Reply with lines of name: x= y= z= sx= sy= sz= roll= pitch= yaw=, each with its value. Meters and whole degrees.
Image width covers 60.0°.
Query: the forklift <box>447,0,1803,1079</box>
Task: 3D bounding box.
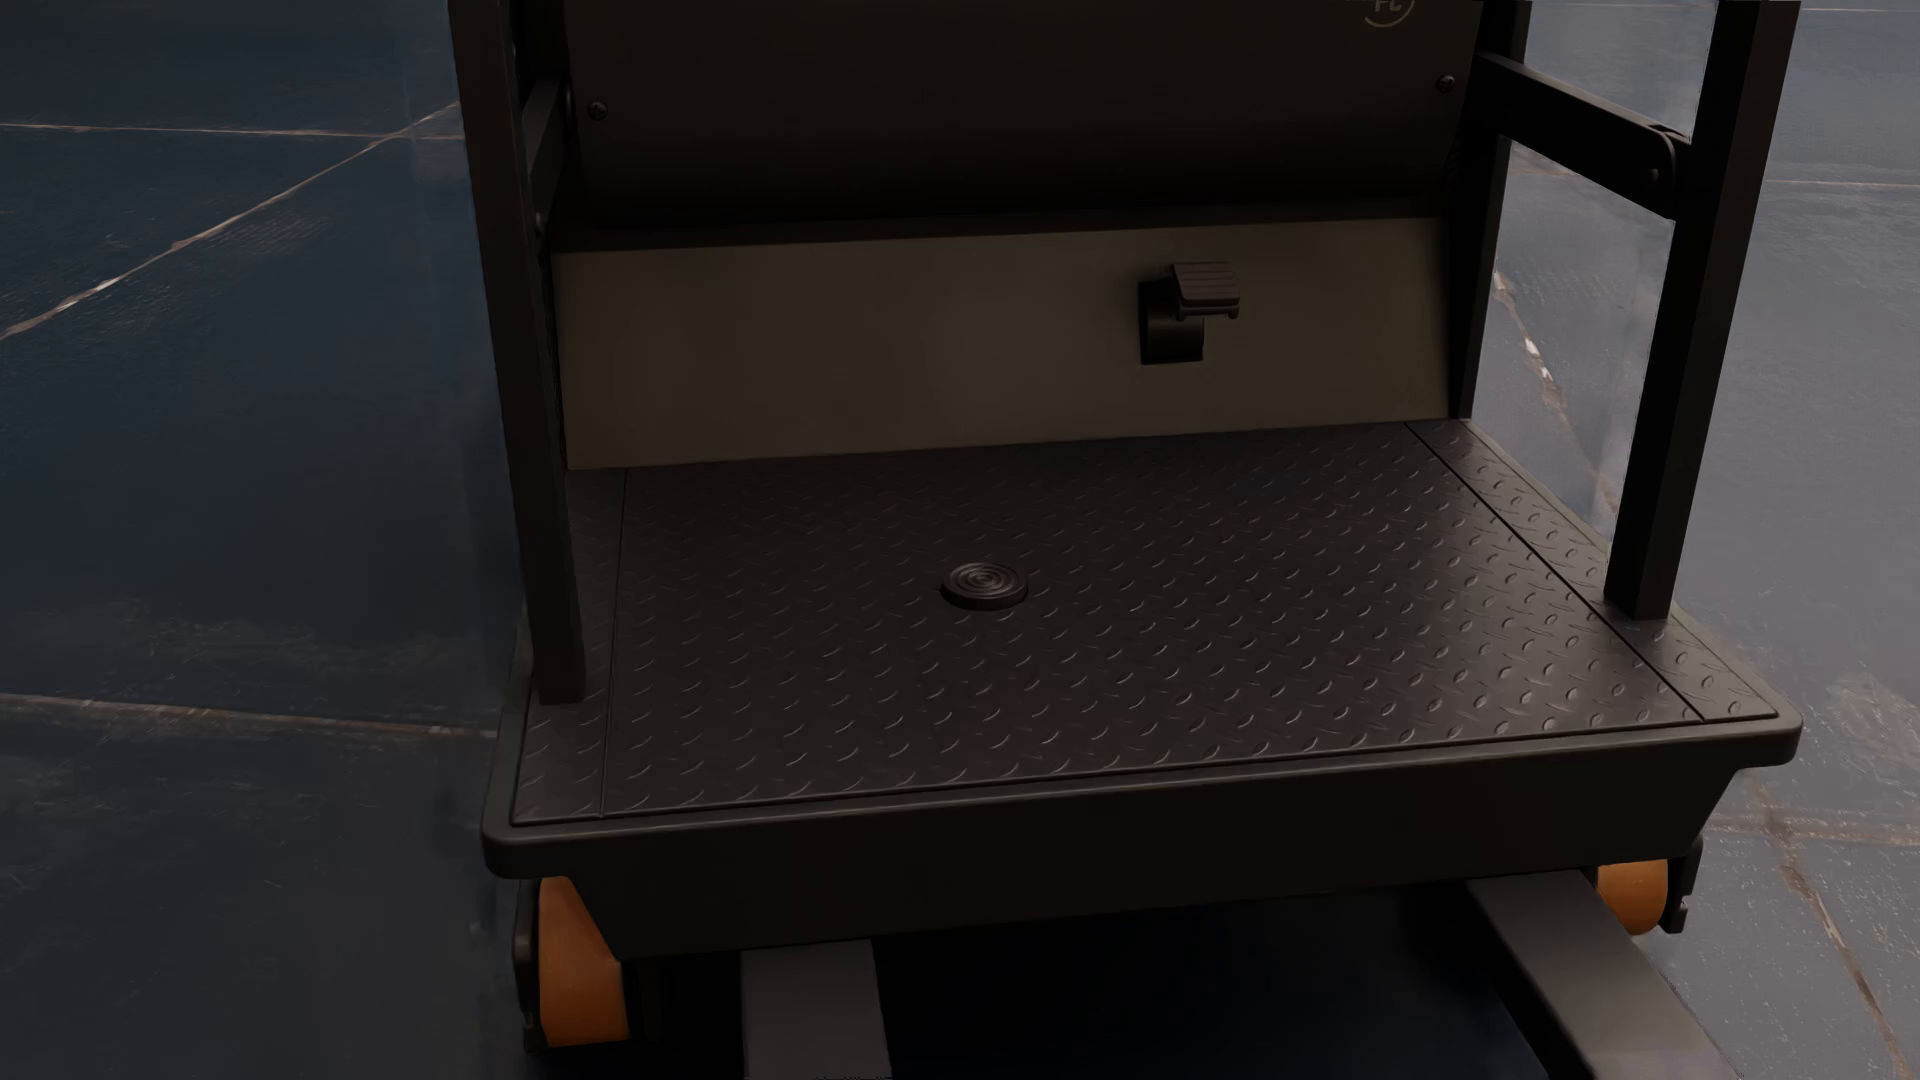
forklift: x=0.106 y=-1.010 z=1.242 sx=1.130 sy=2.935 sz=3.031 roll=-4 pitch=27 yaw=-8
